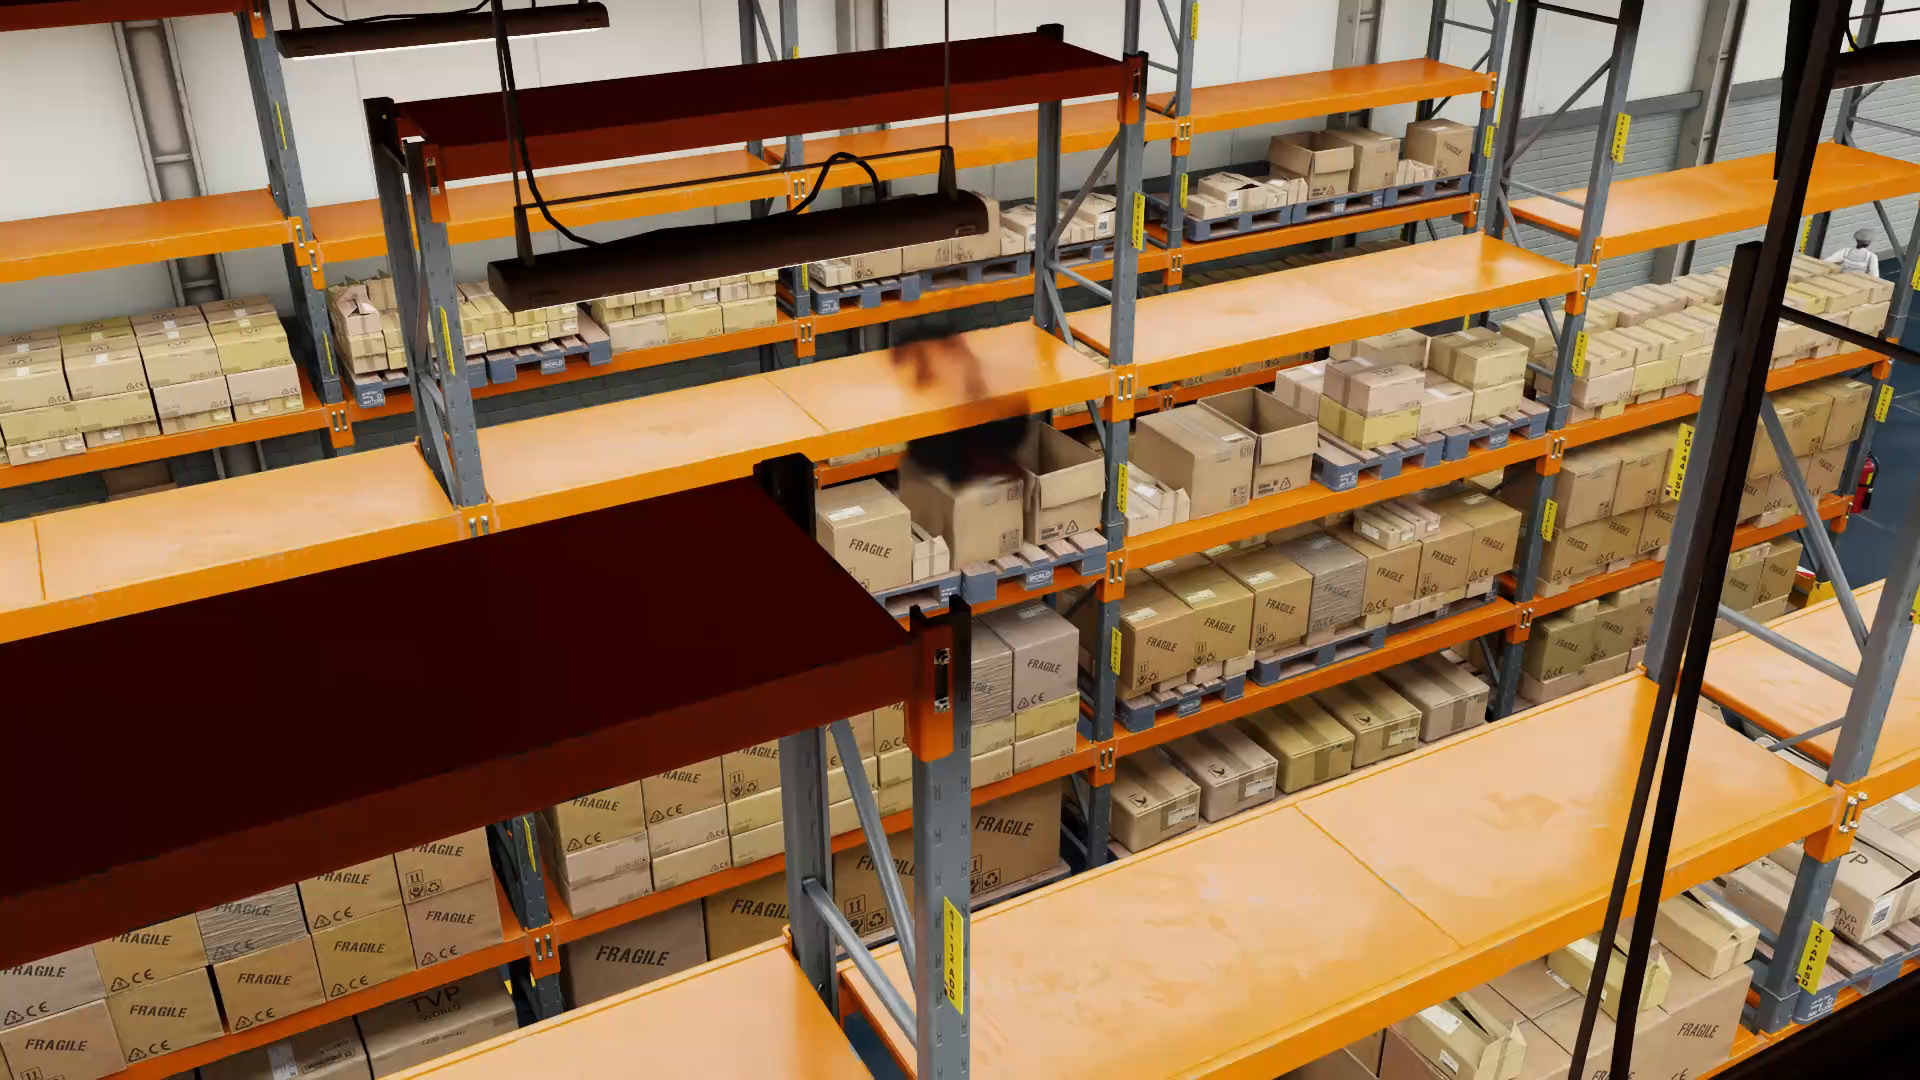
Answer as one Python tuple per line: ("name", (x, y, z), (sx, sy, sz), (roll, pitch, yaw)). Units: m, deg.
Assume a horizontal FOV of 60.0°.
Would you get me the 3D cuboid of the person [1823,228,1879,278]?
("person", (11.145, -3.058, 21.001), (0.992, 1.695, 0.612), (-18, 33, -30))
